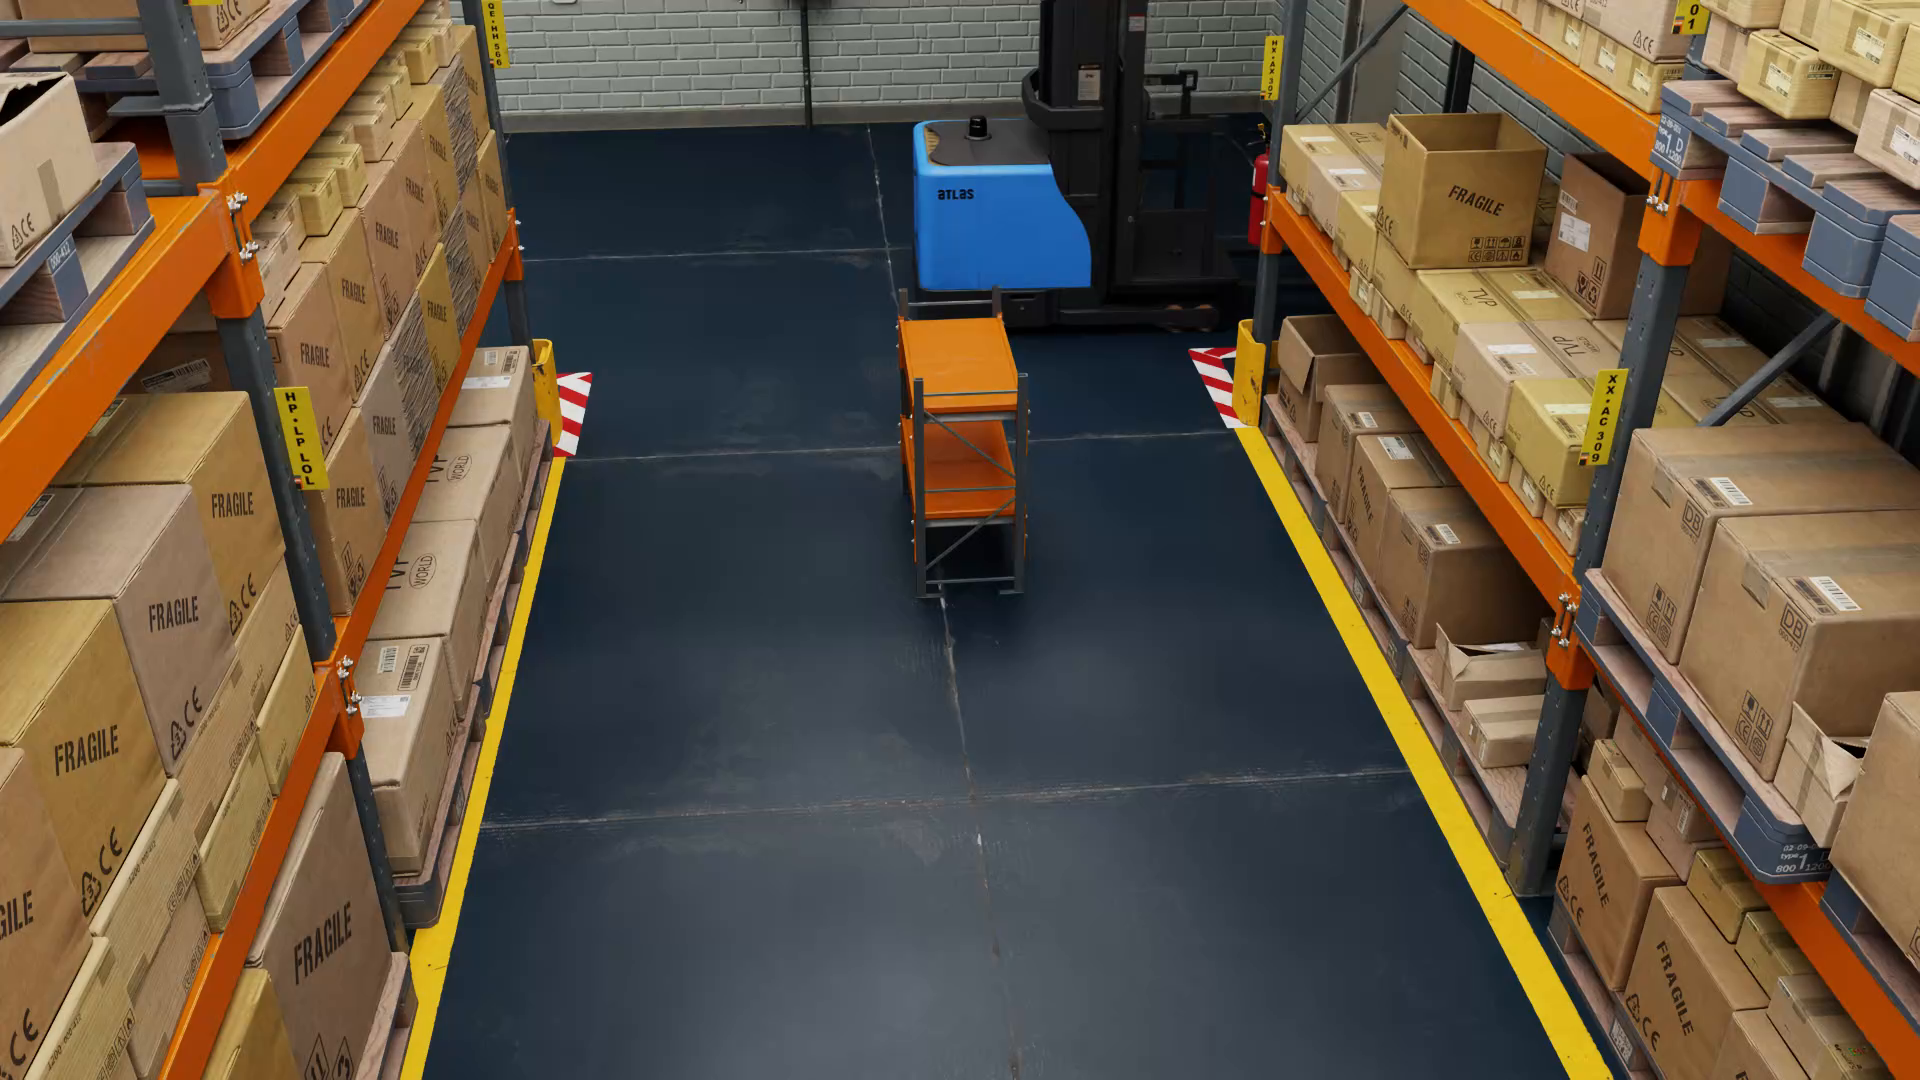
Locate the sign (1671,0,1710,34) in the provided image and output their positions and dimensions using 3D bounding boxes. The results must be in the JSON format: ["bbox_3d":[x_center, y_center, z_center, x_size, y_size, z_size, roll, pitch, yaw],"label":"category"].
[{"bbox_3d":[1.979,-1.513,4.429,0.100,0.325,0.005,-3,31,-5],"label":"sign"}]

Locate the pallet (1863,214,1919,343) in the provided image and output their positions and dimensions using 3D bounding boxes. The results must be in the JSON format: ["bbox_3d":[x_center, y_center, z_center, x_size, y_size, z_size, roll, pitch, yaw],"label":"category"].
[{"bbox_3d":[2.609,-0.375,3.210,1.213,0.211,1.003,-3,31,-5],"label":"pallet"}]

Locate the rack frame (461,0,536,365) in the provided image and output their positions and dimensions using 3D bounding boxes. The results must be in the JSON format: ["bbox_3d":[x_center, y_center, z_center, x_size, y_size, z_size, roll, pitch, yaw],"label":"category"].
[{"bbox_3d":[-2.797,-1.836,8.398,1.000,3.000,0.127,-3,31,-5],"label":"rack frame"}]

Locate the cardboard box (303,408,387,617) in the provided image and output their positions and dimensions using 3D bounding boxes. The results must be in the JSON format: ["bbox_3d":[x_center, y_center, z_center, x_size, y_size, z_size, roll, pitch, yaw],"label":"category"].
[{"bbox_3d":[-2.207,-0.089,5.376,0.500,0.500,0.500,-2,31,-3],"label":"cardboard box"}]

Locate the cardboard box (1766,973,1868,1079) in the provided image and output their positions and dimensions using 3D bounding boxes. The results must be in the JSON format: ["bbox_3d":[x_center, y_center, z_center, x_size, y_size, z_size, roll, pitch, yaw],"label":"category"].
[{"bbox_3d":[2.450,1.314,4.521,0.380,0.149,0.250,-3,31,-5],"label":"cardboard box"}]

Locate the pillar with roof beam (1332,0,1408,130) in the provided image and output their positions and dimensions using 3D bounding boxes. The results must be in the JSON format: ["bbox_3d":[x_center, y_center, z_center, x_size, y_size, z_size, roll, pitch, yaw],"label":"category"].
[{"bbox_3d":[-1.496,-5.865,9.293,9.100,9.000,0.400,-3,31,-5],"label":"pillar with roof beam"}]

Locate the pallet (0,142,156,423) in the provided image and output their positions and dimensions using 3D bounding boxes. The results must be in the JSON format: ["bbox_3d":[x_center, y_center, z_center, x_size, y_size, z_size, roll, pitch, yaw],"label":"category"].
[{"bbox_3d":[-2.289,-0.534,3.480,0.805,0.209,1.217,-4,31,-7],"label":"pallet"}]

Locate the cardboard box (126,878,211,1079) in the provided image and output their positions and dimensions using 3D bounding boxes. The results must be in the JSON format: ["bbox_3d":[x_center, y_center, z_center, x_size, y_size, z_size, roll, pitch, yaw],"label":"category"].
[{"bbox_3d":[-2.056,1.006,3.786,0.500,0.250,0.500,-4,31,-6],"label":"cardboard box"}]

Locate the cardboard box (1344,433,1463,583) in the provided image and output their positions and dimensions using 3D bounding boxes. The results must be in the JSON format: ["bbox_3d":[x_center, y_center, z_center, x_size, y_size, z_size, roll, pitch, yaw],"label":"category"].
[{"bbox_3d":[2.098,-0.153,7.609,0.500,0.500,0.500,-2,31,-4],"label":"cardboard box"}]

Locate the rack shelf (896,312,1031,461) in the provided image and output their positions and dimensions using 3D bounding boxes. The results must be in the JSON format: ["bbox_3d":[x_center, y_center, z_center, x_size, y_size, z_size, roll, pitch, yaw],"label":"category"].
[{"bbox_3d":[-0.001,-0.738,7.817,0.538,0.278,1.000,-3,31,-5],"label":"rack shelf"}]

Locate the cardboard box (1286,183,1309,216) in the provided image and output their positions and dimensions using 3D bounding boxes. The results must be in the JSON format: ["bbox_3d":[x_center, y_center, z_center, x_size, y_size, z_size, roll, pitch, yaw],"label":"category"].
[{"bbox_3d":[1.902,-1.787,8.561,0.380,0.149,0.250,-3,31,-5],"label":"cardboard box"}]

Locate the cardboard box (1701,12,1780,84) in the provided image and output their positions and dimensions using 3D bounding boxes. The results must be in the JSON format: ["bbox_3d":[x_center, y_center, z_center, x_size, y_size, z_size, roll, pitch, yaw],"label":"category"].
[{"bbox_3d":[2.150,-1.265,4.255,0.380,0.149,0.250,-2,31,-4],"label":"cardboard box"}]

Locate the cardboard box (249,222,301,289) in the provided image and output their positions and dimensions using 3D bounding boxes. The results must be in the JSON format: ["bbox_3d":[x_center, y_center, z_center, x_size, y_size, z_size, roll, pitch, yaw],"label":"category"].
[{"bbox_3d":[-2.234,-0.848,5.039,0.380,0.149,0.250,-2,31,-4],"label":"cardboard box"}]

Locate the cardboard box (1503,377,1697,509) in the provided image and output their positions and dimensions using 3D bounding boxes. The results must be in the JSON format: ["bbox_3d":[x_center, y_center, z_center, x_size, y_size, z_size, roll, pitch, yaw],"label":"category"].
[{"bbox_3d":[2.228,-0.345,5.759,0.500,0.250,0.500,-2,31,-3],"label":"cardboard box"}]

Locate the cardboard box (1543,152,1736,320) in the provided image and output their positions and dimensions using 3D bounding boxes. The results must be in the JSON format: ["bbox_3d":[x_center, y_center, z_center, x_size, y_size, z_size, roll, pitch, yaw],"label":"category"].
[{"bbox_3d":[2.644,-1.192,6.445,0.500,0.500,0.500,-4,31,-6],"label":"cardboard box"}]

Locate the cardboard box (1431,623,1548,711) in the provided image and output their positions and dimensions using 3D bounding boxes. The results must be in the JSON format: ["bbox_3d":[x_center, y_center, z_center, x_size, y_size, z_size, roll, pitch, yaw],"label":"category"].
[{"bbox_3d":[2.140,0.507,6.732,0.396,0.266,0.258,-2,31,-3],"label":"cardboard box"}]

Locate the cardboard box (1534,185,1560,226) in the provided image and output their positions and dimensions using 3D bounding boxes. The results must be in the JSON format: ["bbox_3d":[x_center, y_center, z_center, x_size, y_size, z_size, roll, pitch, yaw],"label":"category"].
[{"bbox_3d":[2.540,-1.400,7.526,0.500,0.250,0.500,-2,31,-3],"label":"cardboard box"}]

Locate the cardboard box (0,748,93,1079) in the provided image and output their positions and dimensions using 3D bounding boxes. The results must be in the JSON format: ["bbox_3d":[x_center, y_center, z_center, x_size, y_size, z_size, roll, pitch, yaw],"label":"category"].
[{"bbox_3d":[-1.985,0.737,3.018,0.500,0.500,0.500,-2,31,-4],"label":"cardboard box"}]

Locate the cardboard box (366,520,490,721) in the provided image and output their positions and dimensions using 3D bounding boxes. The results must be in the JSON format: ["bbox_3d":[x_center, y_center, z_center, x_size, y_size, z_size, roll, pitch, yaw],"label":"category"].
[{"bbox_3d":[-2.459,0.343,6.839,0.875,0.438,0.875,-4,31,-6],"label":"cardboard box"}]

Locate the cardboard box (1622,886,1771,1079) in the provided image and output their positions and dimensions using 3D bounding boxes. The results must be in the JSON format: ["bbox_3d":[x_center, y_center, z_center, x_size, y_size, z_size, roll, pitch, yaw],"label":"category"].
[{"bbox_3d":[2.399,1.389,5.028,0.500,0.500,0.500,-3,31,-5],"label":"cardboard box"}]

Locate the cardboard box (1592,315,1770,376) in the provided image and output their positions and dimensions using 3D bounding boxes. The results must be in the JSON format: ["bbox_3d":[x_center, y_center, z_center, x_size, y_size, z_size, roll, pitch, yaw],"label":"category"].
[{"bbox_3d":[2.687,-0.618,6.216,0.500,0.250,0.500,-3,31,-5],"label":"cardboard box"}]

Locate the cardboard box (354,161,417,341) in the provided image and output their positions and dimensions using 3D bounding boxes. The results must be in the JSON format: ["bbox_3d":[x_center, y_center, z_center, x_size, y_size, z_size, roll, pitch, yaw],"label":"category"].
[{"bbox_3d":[-2.304,-1.041,5.995,0.500,0.500,0.500,-2,31,-4],"label":"cardboard box"}]

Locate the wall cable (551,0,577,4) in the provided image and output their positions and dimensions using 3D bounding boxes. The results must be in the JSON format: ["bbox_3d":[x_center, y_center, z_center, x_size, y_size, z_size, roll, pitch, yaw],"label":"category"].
[{"bbox_3d":[-3.347,-5.163,12.948,0.585,1.953,0.123,-3,31,-5],"label":"wall cable"}]

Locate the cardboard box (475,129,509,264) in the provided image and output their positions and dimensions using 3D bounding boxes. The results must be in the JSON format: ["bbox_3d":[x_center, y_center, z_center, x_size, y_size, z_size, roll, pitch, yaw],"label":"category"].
[{"bbox_3d":[-2.489,-1.645,7.982,0.500,0.500,0.500,-3,31,-4],"label":"cardboard box"}]

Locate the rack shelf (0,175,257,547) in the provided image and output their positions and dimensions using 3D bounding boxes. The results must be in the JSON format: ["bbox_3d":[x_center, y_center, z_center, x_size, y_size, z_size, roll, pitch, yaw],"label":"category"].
[{"bbox_3d":[-2.237,0.249,2.685,1.077,0.370,4.000,-3,31,-5],"label":"rack shelf"}]

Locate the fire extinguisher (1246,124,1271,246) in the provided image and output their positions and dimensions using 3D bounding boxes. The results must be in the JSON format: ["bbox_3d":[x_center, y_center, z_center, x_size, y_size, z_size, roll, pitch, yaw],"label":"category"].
[{"bbox_3d":[1.671,-1.935,9.004,0.296,0.674,0.183,-3,31,-5],"label":"fire extinguisher"}]

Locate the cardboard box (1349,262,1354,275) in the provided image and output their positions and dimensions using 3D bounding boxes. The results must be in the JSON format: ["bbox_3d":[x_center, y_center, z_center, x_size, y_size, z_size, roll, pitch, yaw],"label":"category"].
[{"bbox_3d":[2.024,-1.259,7.678,0.380,0.149,0.250,-2,31,-4],"label":"cardboard box"}]

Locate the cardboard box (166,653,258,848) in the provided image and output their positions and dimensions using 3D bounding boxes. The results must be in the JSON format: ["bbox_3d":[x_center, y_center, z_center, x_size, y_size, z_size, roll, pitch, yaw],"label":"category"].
[{"bbox_3d":[-2.086,0.524,4.106,0.500,0.250,0.500,-2,31,-3],"label":"cardboard box"}]

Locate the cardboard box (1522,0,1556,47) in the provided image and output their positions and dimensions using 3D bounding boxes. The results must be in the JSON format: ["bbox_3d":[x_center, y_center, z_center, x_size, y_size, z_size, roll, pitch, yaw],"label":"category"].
[{"bbox_3d":[2.136,-1.771,5.610,0.380,0.149,0.250,-3,31,-5],"label":"cardboard box"}]

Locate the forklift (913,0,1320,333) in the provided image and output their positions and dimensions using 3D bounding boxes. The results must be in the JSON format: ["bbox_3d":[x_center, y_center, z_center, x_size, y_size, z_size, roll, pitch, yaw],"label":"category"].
[{"bbox_3d":[1.225,-2.830,10.130,3.031,2.935,1.130,-2,31,-3],"label":"forklift"}]

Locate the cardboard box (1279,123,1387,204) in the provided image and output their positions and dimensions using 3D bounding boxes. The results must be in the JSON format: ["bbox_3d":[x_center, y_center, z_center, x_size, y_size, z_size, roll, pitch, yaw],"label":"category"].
[{"bbox_3d":[1.919,-1.894,8.352,0.500,0.250,0.500,-3,31,-4],"label":"cardboard box"}]

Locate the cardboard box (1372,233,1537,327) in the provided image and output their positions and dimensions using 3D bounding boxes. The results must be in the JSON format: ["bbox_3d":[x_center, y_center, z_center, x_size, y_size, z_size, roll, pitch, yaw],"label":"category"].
[{"bbox_3d":[2.086,-1.118,7.053,0.500,0.250,0.500,-4,31,-6],"label":"cardboard box"}]

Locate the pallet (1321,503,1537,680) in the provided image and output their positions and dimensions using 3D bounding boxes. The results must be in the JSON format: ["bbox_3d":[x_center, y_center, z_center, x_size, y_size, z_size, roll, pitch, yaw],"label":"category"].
[{"bbox_3d":[2.338,0.189,7.728,1.003,0.211,1.213,-3,31,-5],"label":"pallet"}]

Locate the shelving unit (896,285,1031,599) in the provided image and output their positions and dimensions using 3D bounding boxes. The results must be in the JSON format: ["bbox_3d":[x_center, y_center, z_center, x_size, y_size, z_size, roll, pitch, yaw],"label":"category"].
[{"bbox_3d":[-0.001,-0.486,7.967,0.538,1.125,1.048,-3,31,-5],"label":"shelving unit"}]

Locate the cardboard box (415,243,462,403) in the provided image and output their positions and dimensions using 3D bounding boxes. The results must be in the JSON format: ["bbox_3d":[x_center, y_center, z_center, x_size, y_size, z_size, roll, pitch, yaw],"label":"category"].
[{"bbox_3d":[-2.338,-0.863,6.672,0.500,0.500,0.500,-2,31,-3],"label":"cardboard box"}]

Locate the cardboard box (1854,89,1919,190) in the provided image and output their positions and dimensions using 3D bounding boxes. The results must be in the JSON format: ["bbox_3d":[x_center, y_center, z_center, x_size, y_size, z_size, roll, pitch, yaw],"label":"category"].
[{"bbox_3d":[2.200,-0.873,3.600,0.380,0.149,0.250,-2,31,-4],"label":"cardboard box"}]

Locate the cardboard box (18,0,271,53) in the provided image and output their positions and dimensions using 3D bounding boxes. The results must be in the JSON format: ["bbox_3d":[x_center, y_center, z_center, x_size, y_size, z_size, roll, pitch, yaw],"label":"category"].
[{"bbox_3d":[-2.269,-1.658,4.571,0.500,0.500,0.500,-2,31,-4],"label":"cardboard box"}]

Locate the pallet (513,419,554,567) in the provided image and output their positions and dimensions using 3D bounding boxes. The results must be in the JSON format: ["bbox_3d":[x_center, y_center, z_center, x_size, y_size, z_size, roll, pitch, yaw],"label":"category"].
[{"bbox_3d":[-2.645,-0.234,8.436,1.003,0.211,1.213,-3,31,-5],"label":"pallet"}]

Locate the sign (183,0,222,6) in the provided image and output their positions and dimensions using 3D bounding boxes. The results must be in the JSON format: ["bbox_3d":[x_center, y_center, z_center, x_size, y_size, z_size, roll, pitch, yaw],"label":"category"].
[{"bbox_3d":[-1.884,-1.469,4.049,0.100,0.325,0.005,-3,31,-5],"label":"sign"}]

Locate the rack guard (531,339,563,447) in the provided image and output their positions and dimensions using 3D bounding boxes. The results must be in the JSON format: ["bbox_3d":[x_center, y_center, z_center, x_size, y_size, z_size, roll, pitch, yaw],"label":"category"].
[{"bbox_3d":[-2.799,-0.775,9.060,1.175,0.500,0.348,-3,31,-5],"label":"rack guard"}]

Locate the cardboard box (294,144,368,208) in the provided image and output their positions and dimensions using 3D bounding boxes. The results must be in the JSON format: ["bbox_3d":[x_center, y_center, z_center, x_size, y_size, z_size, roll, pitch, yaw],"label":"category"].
[{"bbox_3d":[-2.258,-1.243,5.701,0.380,0.149,0.250,-4,31,-6],"label":"cardboard box"}]

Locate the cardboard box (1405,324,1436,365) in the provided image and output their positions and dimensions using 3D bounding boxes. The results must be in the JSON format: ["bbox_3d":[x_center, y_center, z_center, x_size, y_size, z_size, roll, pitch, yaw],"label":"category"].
[{"bbox_3d":[2.111,-0.865,7.018,0.380,0.149,0.250,-3,31,-5],"label":"cardboard box"}]

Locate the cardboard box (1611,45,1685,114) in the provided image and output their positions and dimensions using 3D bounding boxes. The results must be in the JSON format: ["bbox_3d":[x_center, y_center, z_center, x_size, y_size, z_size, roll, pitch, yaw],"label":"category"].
[{"bbox_3d":[2.190,-1.383,4.959,0.380,0.149,0.250,-3,31,-5],"label":"cardboard box"}]

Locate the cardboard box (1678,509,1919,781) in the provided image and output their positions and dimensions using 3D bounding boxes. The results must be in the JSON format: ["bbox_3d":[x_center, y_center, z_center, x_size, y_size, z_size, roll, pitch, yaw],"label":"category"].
[{"bbox_3d":[2.389,0.266,4.373,0.700,0.500,0.500,-2,31,-4],"label":"cardboard box"}]

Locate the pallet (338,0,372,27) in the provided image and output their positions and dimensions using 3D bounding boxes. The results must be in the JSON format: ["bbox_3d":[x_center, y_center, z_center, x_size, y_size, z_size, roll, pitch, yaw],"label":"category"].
[{"bbox_3d":[-2.600,-2.083,5.973,1.003,0.211,1.213,-3,31,-5],"label":"pallet"}]

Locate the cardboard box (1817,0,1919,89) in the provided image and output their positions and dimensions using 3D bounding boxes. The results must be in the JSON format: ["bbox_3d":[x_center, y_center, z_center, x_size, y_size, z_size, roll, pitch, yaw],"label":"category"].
[{"bbox_3d":[2.187,-1.126,3.733,0.380,0.149,0.250,-3,31,-6],"label":"cardboard box"}]

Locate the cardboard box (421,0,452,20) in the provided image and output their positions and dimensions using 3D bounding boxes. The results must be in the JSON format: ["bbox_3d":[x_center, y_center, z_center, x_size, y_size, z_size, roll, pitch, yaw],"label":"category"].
[{"bbox_3d":[-2.564,-2.413,7.659,0.380,0.149,0.250,-2,31,-4],"label":"cardboard box"}]

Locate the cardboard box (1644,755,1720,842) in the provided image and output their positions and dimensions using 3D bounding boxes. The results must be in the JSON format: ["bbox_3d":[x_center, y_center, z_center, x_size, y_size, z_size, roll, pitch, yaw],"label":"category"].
[{"bbox_3d":[2.359,0.780,5.125,0.380,0.149,0.250,-4,31,-7],"label":"cardboard box"}]

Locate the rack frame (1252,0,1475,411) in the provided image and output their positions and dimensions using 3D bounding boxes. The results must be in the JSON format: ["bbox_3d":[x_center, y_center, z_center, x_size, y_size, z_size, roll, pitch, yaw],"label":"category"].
[{"bbox_3d":[2.144,-2.076,8.800,1.000,3.000,0.127,-3,31,-5],"label":"rack frame"}]

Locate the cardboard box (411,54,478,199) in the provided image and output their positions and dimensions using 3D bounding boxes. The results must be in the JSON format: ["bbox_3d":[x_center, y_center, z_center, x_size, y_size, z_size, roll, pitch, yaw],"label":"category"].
[{"bbox_3d":[-2.437,-1.808,7.279,0.500,0.500,0.500,-3,31,-4],"label":"cardboard box"}]

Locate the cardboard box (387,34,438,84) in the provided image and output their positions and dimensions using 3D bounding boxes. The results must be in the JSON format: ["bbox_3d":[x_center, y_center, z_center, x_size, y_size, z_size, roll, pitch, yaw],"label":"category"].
[{"bbox_3d":[-2.426,-2.026,7.012,0.380,0.149,0.250,-2,31,-3],"label":"cardboard box"}]

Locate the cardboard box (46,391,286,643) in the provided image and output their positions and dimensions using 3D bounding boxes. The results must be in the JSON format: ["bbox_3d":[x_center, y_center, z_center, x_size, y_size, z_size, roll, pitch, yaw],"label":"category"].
[{"bbox_3d":[-2.132,-0.050,4.336,0.500,0.500,0.500,-2,31,-3],"label":"cardboard box"}]

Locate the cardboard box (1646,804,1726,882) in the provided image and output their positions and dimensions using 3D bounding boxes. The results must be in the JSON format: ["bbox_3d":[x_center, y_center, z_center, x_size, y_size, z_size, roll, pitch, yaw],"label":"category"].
[{"bbox_3d":[2.390,0.915,5.189,0.380,0.149,0.250,-4,31,-6],"label":"cardboard box"}]

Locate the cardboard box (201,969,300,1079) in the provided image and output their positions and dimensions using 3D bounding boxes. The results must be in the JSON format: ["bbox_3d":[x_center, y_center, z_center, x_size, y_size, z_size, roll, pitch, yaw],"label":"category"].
[{"bbox_3d":[-2.194,1.712,4.121,0.875,0.875,0.875,-2,31,-3],"label":"cardboard box"}]

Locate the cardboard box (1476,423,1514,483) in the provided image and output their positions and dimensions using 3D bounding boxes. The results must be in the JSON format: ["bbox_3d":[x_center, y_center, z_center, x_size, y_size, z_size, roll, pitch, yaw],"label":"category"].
[{"bbox_3d":[2.143,-0.340,6.138,0.380,0.149,0.250,-2,31,-3],"label":"cardboard box"}]

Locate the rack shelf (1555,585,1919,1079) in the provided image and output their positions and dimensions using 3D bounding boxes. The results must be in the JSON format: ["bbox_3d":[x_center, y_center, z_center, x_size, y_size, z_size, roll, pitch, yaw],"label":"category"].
[{"bbox_3d":[2.705,1.297,3.856,1.077,0.370,4.000,-3,31,-5],"label":"rack shelf"}]

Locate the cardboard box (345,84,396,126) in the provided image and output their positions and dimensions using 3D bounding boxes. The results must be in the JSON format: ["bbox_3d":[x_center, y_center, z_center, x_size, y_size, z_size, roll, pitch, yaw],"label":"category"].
[{"bbox_3d":[-2.385,-1.629,6.347,0.380,0.149,0.250,-2,31,-3],"label":"cardboard box"}]
